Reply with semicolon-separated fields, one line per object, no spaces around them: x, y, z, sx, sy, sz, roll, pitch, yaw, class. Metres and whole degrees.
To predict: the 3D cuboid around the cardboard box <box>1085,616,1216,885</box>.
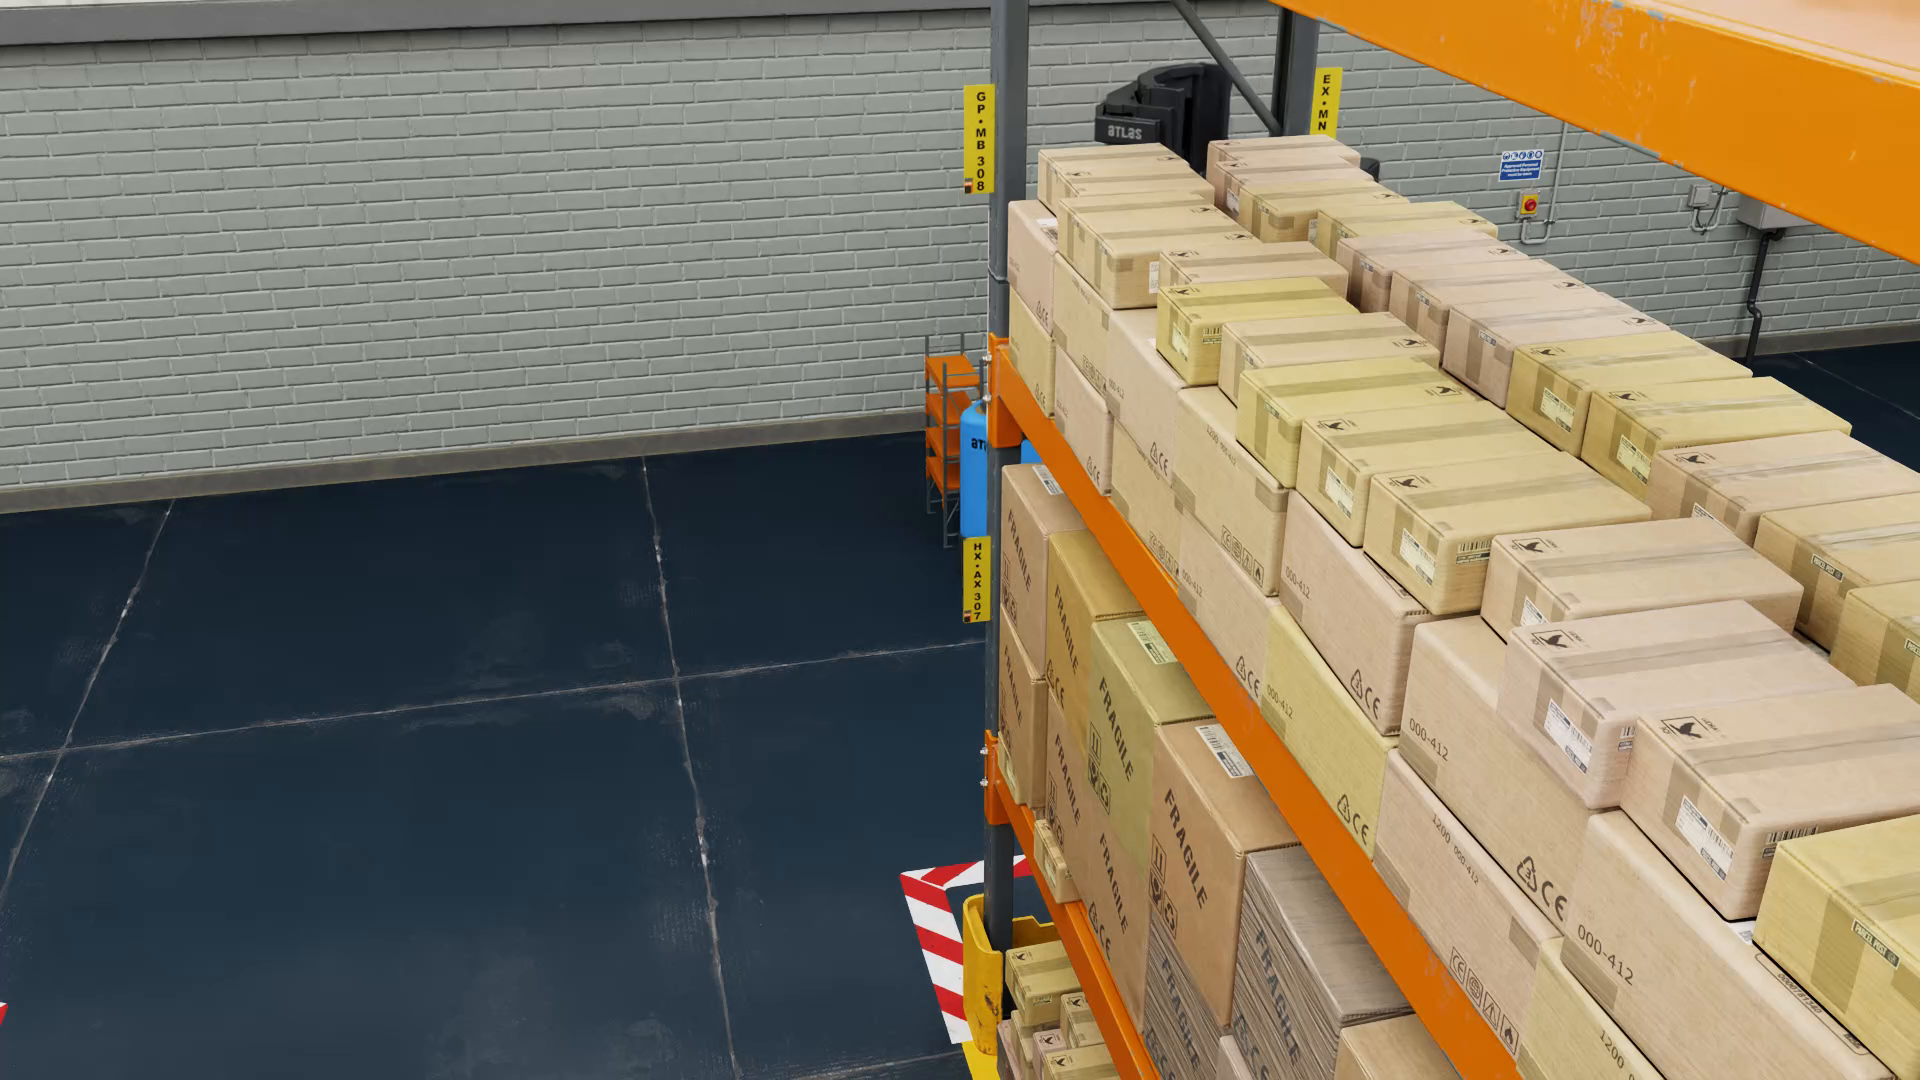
0.648;0.520;4.341;0.500;0.500;0.500;-7;28;-13;cardboard box

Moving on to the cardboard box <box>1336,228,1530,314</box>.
1.134;-0.636;4.022;0.380;0.149;0.250;-7;28;-13;cardboard box

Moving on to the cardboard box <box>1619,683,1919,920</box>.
1.085;0.326;2.116;0.380;0.149;0.250;-5;27;-10;cardboard box

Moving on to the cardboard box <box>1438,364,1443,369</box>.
1.171;-0.402;3.999;0.500;0.250;0.500;-6;27;-11;cardboard box

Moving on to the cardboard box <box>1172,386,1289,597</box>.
0.772;-0.134;3.470;0.500;0.250;0.500;-7;28;-14;cardboard box

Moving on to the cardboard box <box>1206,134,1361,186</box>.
0.952;-1.089;4.920;0.380;0.149;0.250;-6;27;-12;cardboard box

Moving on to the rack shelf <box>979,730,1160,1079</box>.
1.041;1.667;4.417;1.077;0.370;4.000;-6;27;-12;rack shelf

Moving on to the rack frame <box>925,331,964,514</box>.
-0.092;-0.715;10.336;0.240;1.200;0.015;-6;27;-12;rack frame

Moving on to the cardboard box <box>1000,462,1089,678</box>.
0.433;0.068;5.236;0.500;0.500;0.500;-6;27;-12;cardboard box

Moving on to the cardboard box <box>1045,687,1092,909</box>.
0.568;0.748;4.998;0.500;0.500;0.500;-6;27;-11;cardboard box

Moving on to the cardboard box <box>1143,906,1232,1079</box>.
0.787;1.187;4.128;0.500;0.500;0.500;-7;28;-13;cardboard box

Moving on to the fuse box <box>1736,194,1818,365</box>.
6.176;-2.126;12.564;0.539;1.711;0.414;-6;27;-12;fuse box

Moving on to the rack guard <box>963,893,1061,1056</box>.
0.607;1.617;6.491;1.175;0.500;0.348;-6;27;-12;rack guard

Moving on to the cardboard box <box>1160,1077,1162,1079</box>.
0.745;1.435;4.357;0.380;0.149;0.250;-5;27;-10;cardboard box

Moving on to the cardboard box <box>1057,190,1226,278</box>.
0.471;-0.800;4.346;0.380;0.149;0.250;-6;27;-12;cardboard box

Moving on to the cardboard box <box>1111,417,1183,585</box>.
0.686;-0.125;4.006;0.500;0.250;0.500;-7;28;-13;cardboard box

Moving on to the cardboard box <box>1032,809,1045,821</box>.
0.442;0.863;5.490;0.380;0.149;0.250;-5;27;-10;cardboard box

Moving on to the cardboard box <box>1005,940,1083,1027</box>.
0.377;1.552;5.884;0.380;0.149;0.250;-7;28;-14;cardboard box

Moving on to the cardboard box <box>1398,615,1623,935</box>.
1.034;0.322;2.566;0.500;0.250;0.500;-7;28;-14;cardboard box

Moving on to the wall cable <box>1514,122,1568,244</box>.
4.097;-3.020;11.742;0.585;1.953;0.123;-6;27;-12;wall cable

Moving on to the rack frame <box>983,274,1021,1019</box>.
0.590;0.468;5.994;1.000;3.000;0.127;-6;27;-12;rack frame

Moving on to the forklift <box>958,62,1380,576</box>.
1.530;-0.937;8.854;3.031;2.935;1.130;14;30;25;forklift

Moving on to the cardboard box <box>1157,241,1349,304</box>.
0.687;-0.591;3.932;0.380;0.149;0.250;-5;27;-10;cardboard box

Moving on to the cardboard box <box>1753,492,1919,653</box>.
1.507;0.052;2.658;0.380;0.149;0.250;-7;28;-13;cardboard box

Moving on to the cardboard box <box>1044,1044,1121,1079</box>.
0.489;1.784;5.423;0.380;0.149;0.250;-6;27;-12;cardboard box

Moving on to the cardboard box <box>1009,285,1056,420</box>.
0.442;-0.581;4.910;0.500;0.250;0.500;-5;27;-10;cardboard box

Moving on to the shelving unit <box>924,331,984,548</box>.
-0.037;-0.608;10.124;0.258;1.200;0.503;-6;27;-12;shelving unit

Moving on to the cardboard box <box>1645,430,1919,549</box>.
1.429;-0.059;2.879;0.380;0.149;0.250;-7;28;-13;cardboard box

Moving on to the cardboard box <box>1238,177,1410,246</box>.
0.970;-0.859;4.462;0.380;0.149;0.250;-7;28;-13;cardboard box

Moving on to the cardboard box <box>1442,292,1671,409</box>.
1.277;-0.412;3.577;0.380;0.149;0.250;-7;28;-13;cardboard box

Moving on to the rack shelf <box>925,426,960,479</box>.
-0.037;-0.548;10.154;0.258;0.148;0.480;-6;27;-12;rack shelf

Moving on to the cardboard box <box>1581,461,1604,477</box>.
1.409;0.051;3.102;0.500;0.250;0.500;-5;27;-11;cardboard box

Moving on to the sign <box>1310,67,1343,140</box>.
1.136;-1.314;5.213;0.100;0.325;0.005;-6;27;-12;sign

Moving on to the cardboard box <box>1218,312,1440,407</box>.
0.763;-0.355;3.465;0.380;0.149;0.250;-5;27;-10;cardboard box

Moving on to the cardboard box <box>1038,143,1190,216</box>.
0.441;-1.040;4.822;0.380;0.149;0.250;-6;27;-12;cardboard box

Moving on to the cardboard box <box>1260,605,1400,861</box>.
0.902;0.320;3.124;0.500;0.250;0.500;-6;27;-12;cardboard box

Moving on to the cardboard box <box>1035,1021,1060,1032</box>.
0.458;1.676;5.968;0.380;0.149;0.250;-5;27;-9;cardboard box

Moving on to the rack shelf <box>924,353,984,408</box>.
-0.037;-0.959;9.947;0.258;0.148;0.480;-6;27;-12;rack shelf

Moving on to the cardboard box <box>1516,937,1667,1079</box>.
1.118;0.764;2.246;0.500;0.250;0.500;-5;27;-10;cardboard box

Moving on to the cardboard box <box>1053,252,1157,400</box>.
0.555;-0.579;4.352;0.500;0.250;0.500;-6;27;-12;cardboard box

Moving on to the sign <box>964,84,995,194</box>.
0.062;-1.206;5.012;0.100;0.325;0.005;-6;27;-12;sign

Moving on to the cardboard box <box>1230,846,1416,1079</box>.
0.899;0.969;3.451;0.500;0.500;0.500;-5;27;-10;cardboard box

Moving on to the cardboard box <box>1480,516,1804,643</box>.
1.045;0.096;2.572;0.380;0.149;0.250;-5;27;-10;cardboard box

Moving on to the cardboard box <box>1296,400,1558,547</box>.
0.838;-0.124;3.007;0.380;0.149;0.250;-6;27;-12;cardboard box
